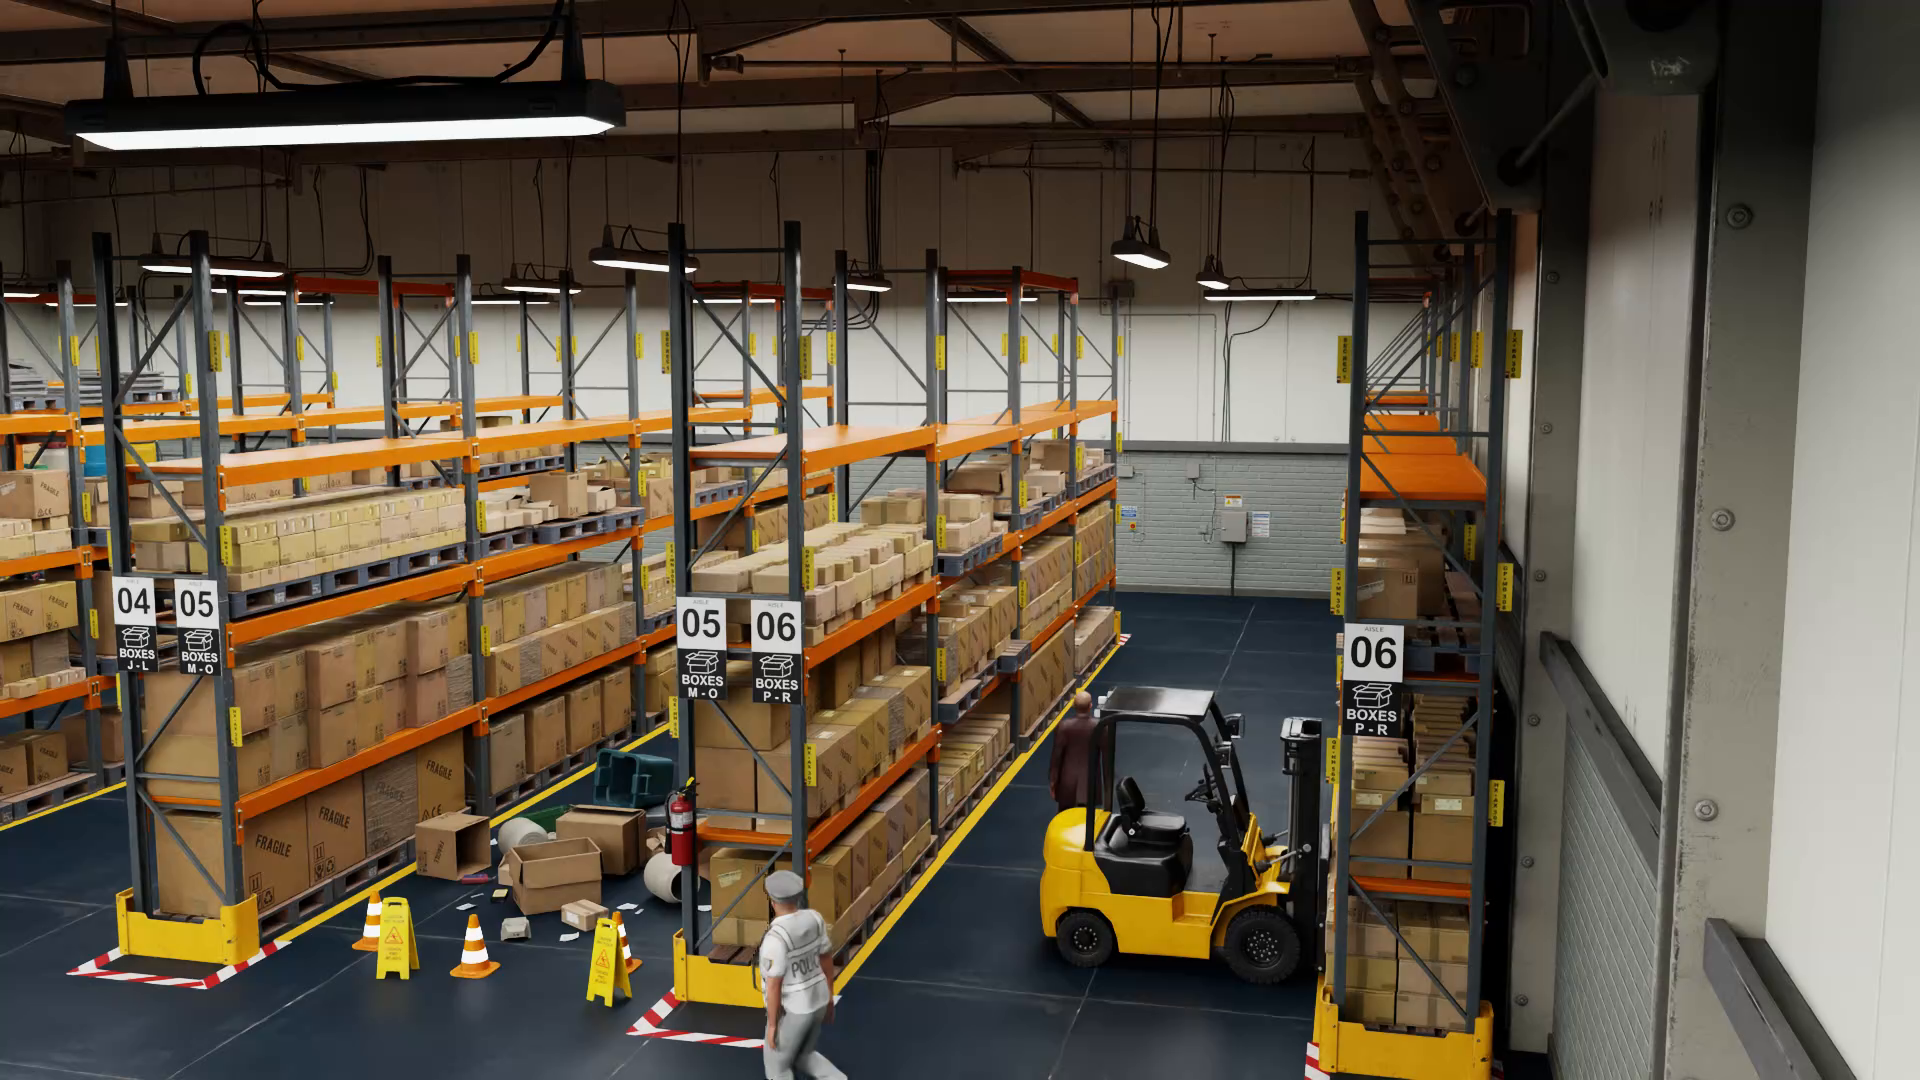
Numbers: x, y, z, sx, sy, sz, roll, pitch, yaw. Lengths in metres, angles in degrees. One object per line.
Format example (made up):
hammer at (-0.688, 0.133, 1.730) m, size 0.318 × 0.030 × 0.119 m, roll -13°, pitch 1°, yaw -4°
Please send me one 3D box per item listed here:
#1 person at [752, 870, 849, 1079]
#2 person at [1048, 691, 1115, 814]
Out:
person at (-1.024, 2.991, 10.656) m, size 0.661 × 1.744 × 0.531 m, roll 3°, pitch 8°, yaw 24°
person at (1.161, 2.336, 16.140) m, size 0.678 × 1.783 × 0.794 m, roll 1°, pitch 7°, yaw 9°
